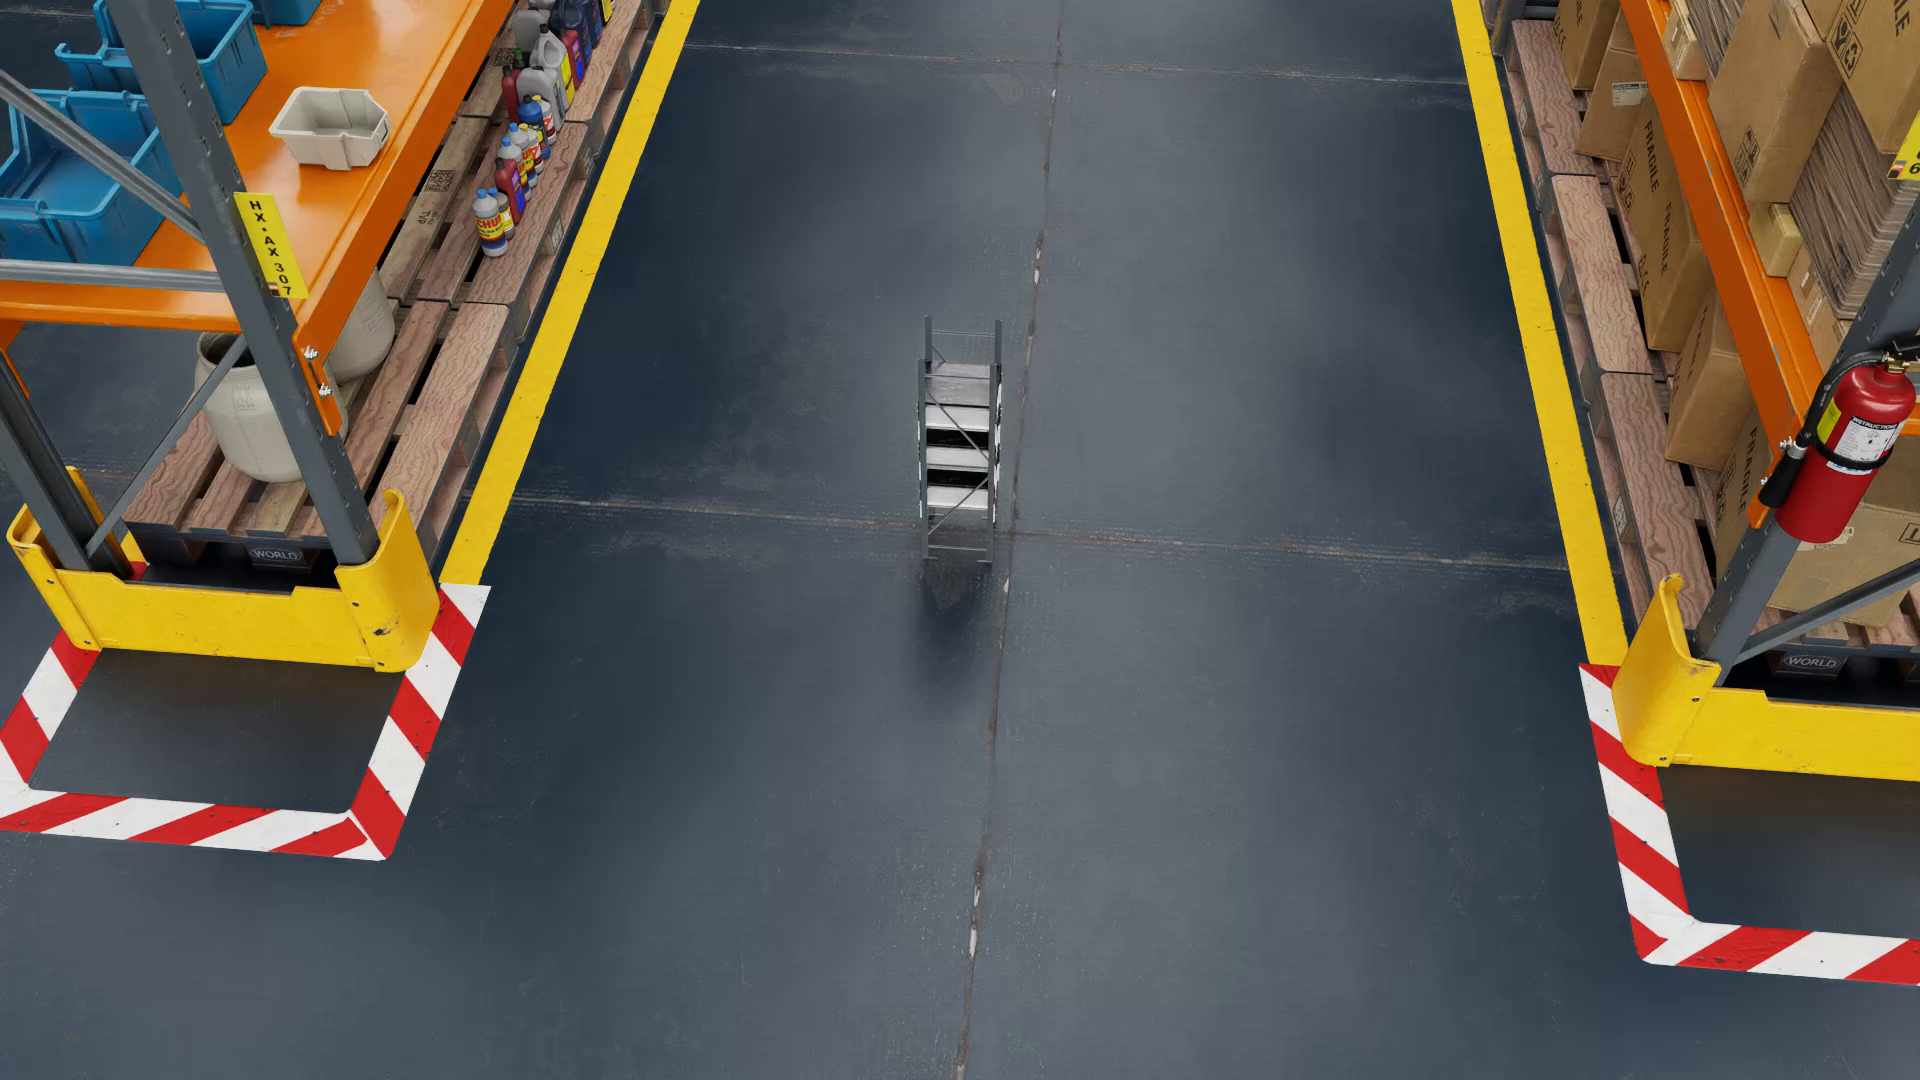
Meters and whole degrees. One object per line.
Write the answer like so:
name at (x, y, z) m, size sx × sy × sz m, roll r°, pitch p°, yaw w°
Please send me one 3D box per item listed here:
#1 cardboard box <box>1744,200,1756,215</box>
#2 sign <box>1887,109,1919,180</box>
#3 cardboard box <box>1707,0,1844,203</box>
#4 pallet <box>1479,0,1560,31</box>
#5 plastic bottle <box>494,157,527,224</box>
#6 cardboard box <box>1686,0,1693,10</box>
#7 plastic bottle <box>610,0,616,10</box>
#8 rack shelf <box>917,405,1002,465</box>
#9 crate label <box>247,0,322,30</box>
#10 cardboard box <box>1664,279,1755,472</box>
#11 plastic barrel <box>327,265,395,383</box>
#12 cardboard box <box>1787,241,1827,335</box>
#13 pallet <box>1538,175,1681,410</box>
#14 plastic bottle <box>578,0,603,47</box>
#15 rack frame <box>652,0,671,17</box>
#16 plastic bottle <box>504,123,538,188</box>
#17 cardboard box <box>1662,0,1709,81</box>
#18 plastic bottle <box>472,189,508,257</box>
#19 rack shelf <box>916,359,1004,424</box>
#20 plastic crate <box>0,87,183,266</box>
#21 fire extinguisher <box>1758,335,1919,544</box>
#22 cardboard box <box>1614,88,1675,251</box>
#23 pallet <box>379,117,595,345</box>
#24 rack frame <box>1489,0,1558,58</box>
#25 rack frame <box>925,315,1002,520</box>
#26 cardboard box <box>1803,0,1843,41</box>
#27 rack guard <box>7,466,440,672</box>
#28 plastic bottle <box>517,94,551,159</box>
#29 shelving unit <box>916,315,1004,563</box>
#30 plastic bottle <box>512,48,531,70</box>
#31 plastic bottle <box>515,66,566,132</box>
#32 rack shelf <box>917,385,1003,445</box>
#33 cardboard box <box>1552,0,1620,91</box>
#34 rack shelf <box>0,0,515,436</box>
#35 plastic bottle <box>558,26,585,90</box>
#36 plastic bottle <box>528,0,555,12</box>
cardboard box at (2.499, -1.048, 4.846) m, size 0.380 × 0.149 × 0.250 m, roll 4°, pitch 48°, yaw 4°
sign at (2.094, -0.905, 3.546) m, size 0.100 × 0.325 × 0.005 m, roll 4°, pitch 48°, yaw 4°
cardboard box at (2.649, -1.268, 4.607) m, size 0.875 × 0.500 × 0.500 m, roll 4°, pitch 48°, yaw 4°
pallet at (3.079, -2.926, 8.283) m, size 1.003 × 0.211 × 1.213 m, roll 4°, pitch 48°, yaw 4°
plastic bottle at (-1.773, -1.397, 6.538) m, size 0.061 × 0.283 × 0.133 m, roll 5°, pitch 48°, yaw 4°
cardboard box at (2.794, -1.999, 5.276) m, size 0.875 × 0.500 × 0.500 m, roll 4°, pitch 48°, yaw 4°
plastic bottle at (-1.645, -2.545, 7.643) m, size 0.097 × 0.201 × 0.097 m, roll 0°, pitch 48°, yaw 0°
rack shelf at (0.001, -0.348, 5.382) m, size 0.258 × 0.077 × 0.200 m, roll 4°, pitch 48°, yaw 4°
crate label at (-2.389, -2.072, 5.588) m, size 0.502 × 0.435 × 0.616 m, roll 4°, pitch 48°, yaw 4°
cardboard box at (2.739, -0.553, 5.633) m, size 0.500 × 0.500 × 0.500 m, roll 15°, pitch 49°, yaw 14°
plastic barrel at (-2.258, -0.848, 5.894) m, size 0.421 × 0.512 × 0.421 m, roll 0°, pitch 48°, yaw 0°
cardboard box at (2.489, -0.678, 4.508) m, size 0.380 × 0.149 × 0.250 m, roll 4°, pitch 48°, yaw 4°
pallet at (2.875, -0.959, 6.484) m, size 1.003 × 0.211 × 1.213 m, roll 4°, pitch 48°, yaw 4°
plastic bottle at (-1.694, -2.390, 7.400) m, size 0.144 × 0.351 × 0.185 m, roll 3°, pitch 48°, yaw 2°
rack frame at (-1.923, -3.628, 7.036) m, size 1.000 × 3.000 × 0.127 m, roll 4°, pitch 48°, yaw 4°
plastic bottle at (-1.771, -1.553, 6.689) m, size 0.097 × 0.271 × 0.097 m, roll 0°, pitch 48°, yaw 0°
cardboard box at (2.498, -1.604, 5.354) m, size 0.380 × 0.149 × 0.250 m, roll 4°, pitch 48°, yaw 4°
plastic bottle at (-1.812, -1.228, 6.391) m, size 0.097 × 0.271 × 0.097 m, roll 0°, pitch 48°, yaw 0°
rack shelf at (0.001, -0.469, 5.249) m, size 0.258 × 0.077 × 0.200 m, roll 4°, pitch 48°, yaw 4°
plastic crate at (-2.540, -1.027, 4.757) m, size 0.499 × 0.251 × 0.616 m, roll 4°, pitch 48°, yaw 4°
fire extinguisher at (2.176, -0.277, 4.023) m, size 0.296 × 0.674 × 0.183 m, roll 4°, pitch 48°, yaw 4°
cardboard box at (2.910, -1.419, 6.425) m, size 0.500 × 0.500 × 0.500 m, roll 0°, pitch 48°, yaw 0°
pallet at (-2.134, -1.297, 6.794) m, size 1.003 × 0.211 × 1.213 m, roll 4°, pitch 48°, yaw 4°
rack frame at (3.010, -3.295, 6.731) m, size 1.000 × 3.000 × 0.127 m, roll 4°, pitch 48°, yaw 4°
rack frame at (0.010, -0.384, 5.492) m, size 0.240 × 0.900 × 0.006 m, roll 4°, pitch 48°, yaw 4°
cardboard box at (2.489, -1.616, 4.248) m, size 0.500 × 0.500 × 0.500 m, roll 4°, pitch 48°, yaw 4°
rack guard at (-2.327, 0.096, 5.324) m, size 1.175 × 0.500 × 0.348 m, roll 4°, pitch 48°, yaw 4°
plastic bottle at (-1.753, -1.702, 6.825) m, size 0.097 × 0.271 × 0.097 m, roll 0°, pitch 48°, yaw 0°
shelving unit at (0.001, -0.310, 5.423) m, size 0.258 × 0.900 × 0.210 m, roll 4°, pitch 48°, yaw 4°
plastic bottle at (-1.846, -1.977, 7.068) m, size 0.061 × 0.283 × 0.133 m, roll 4°, pitch 48°, yaw 4°
plastic bottle at (-1.760, -1.867, 6.973) m, size 0.152 × 0.276 × 0.135 m, roll 5°, pitch 48°, yaw 4°
rack shelf at (0.001, -0.409, 5.315) m, size 0.258 × 0.077 × 0.200 m, roll 4°, pitch 48°, yaw 4°
cardboard box at (2.933, -2.302, 7.232) m, size 0.500 × 0.500 × 0.500 m, roll 3°, pitch 48°, yaw 2°
rack shelf at (-2.105, -1.916, 5.957) m, size 1.077 × 0.370 × 4.000 m, roll 4°, pitch 48°, yaw 4°
plastic bottle at (-1.685, -2.104, 7.184) m, size 0.061 × 0.283 × 0.133 m, roll 7°, pitch 48°, yaw 6°
plastic bottle at (-1.838, -2.400, 7.409) m, size 0.144 × 0.351 × 0.185 m, roll 4°, pitch 48°, yaw 4°
